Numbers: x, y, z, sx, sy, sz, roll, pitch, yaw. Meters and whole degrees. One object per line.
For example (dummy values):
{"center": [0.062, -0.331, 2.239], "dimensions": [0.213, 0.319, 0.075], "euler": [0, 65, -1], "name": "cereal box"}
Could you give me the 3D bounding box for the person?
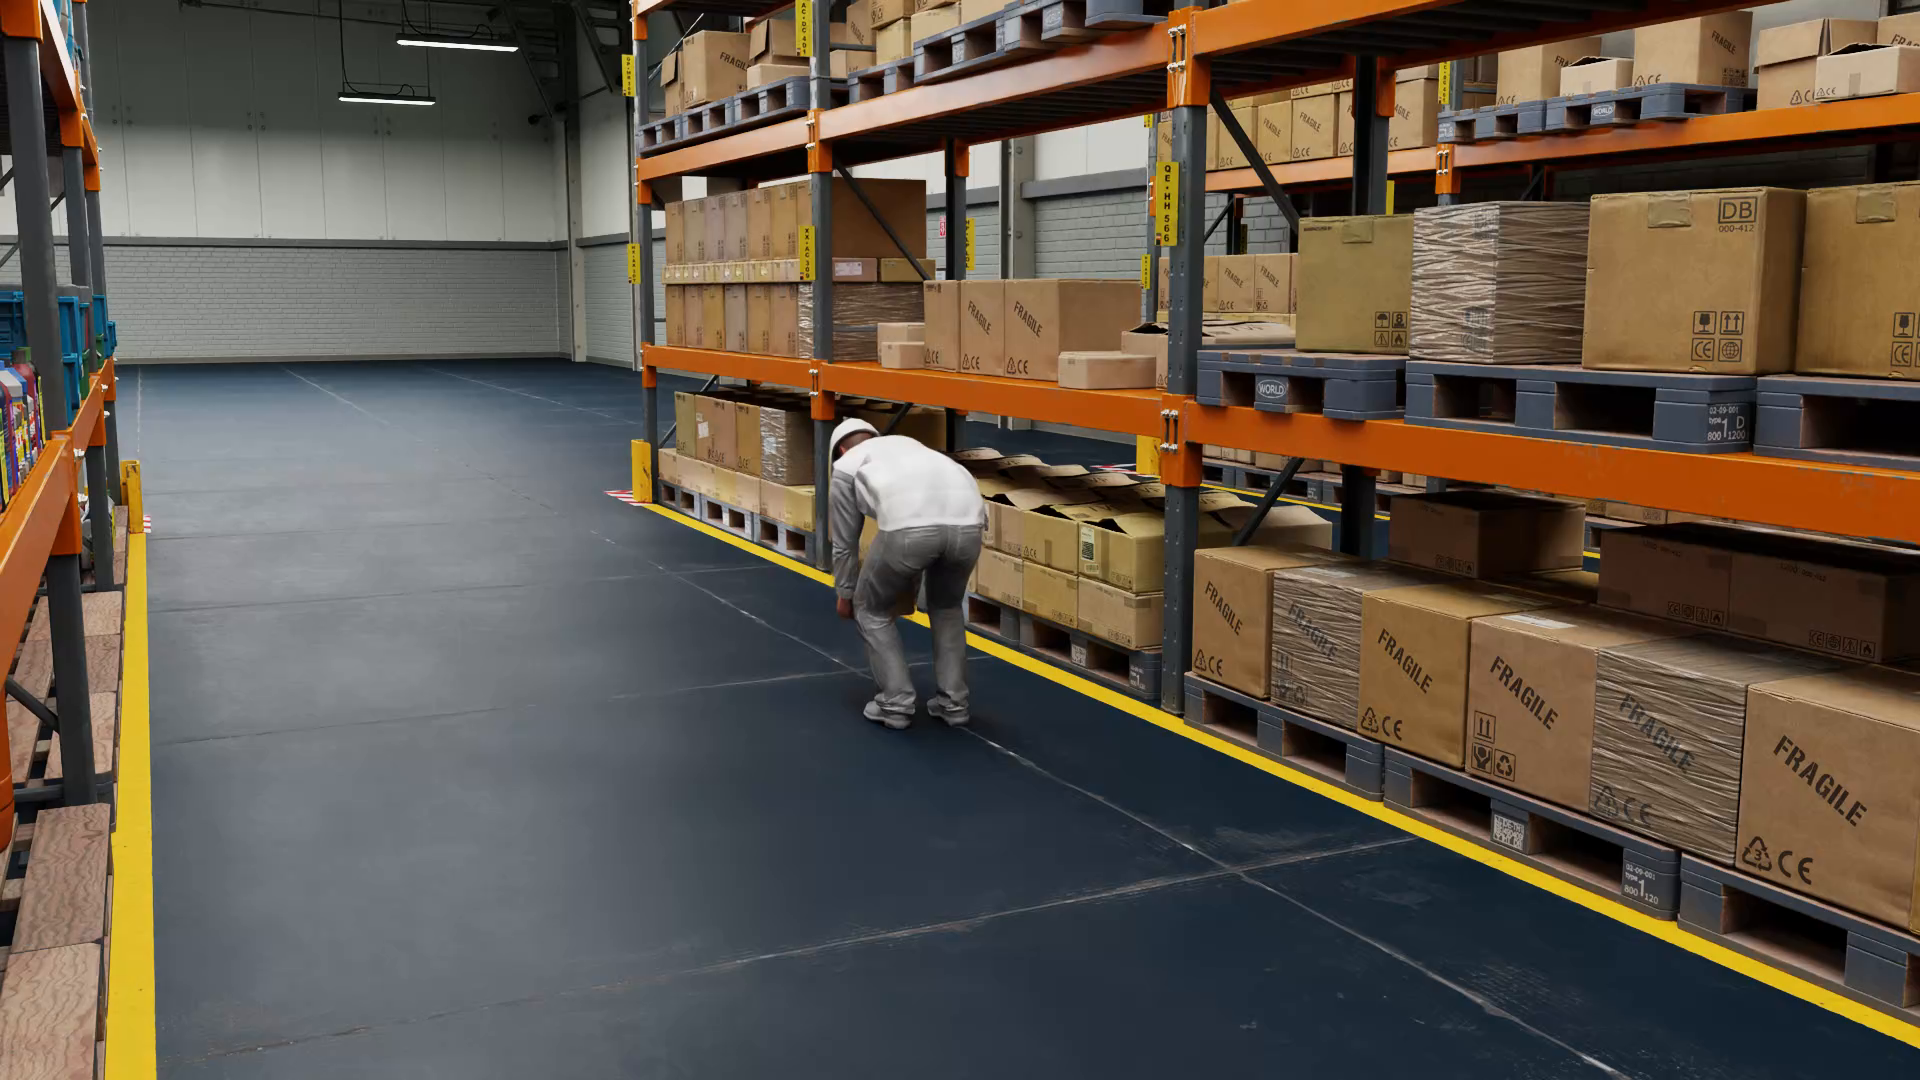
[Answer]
{"center": [-0.268, 0.109, 6.874], "dimensions": [0.481, 1.228, 0.975], "euler": [-4, 10, -28], "name": "person"}
